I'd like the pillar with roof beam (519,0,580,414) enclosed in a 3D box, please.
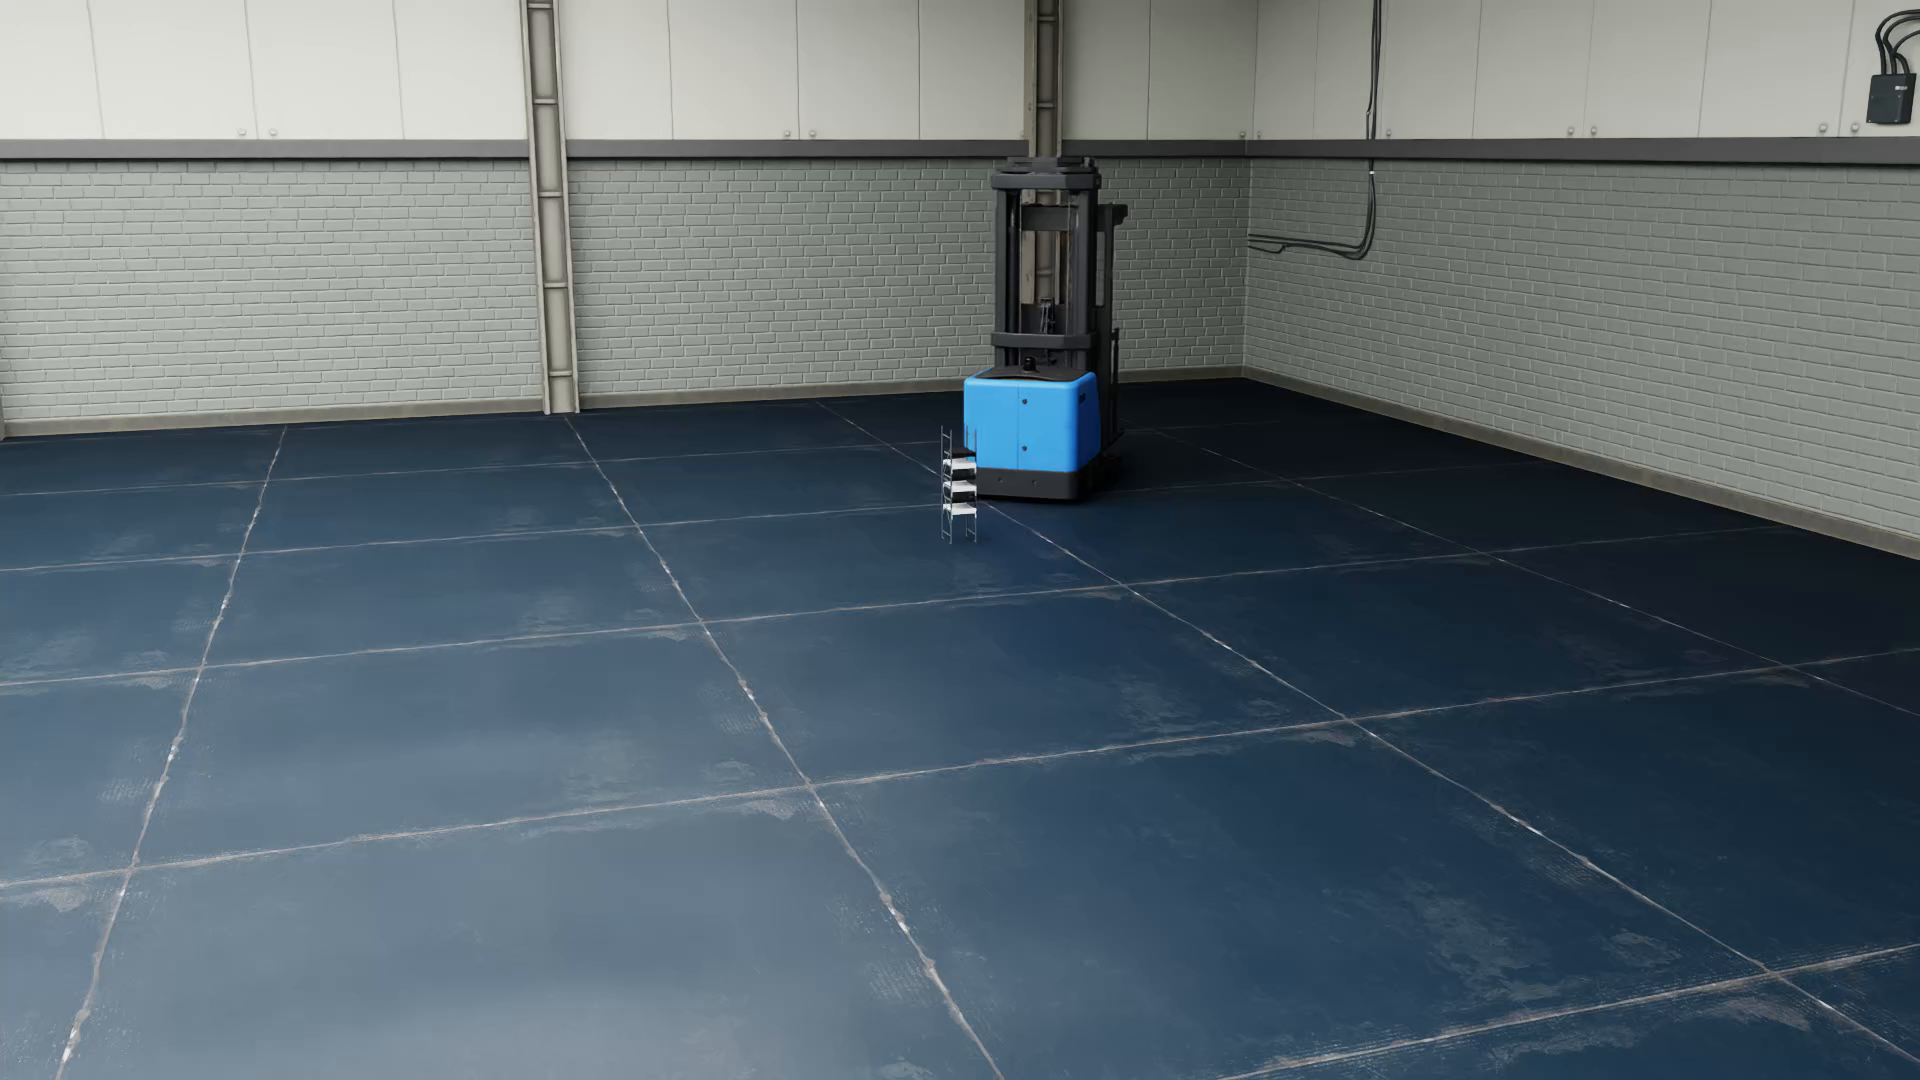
[{"bbox_3d":[-3.291,-4.937,14.453,0.400,9.000,9.100,-4,14,-18],"label":"pillar with roof beam"}]

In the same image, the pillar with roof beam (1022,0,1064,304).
[{"bbox_3d":[2.396,-5.380,16.315,0.400,9.000,9.100,-4,14,-18],"label":"pillar with roof beam"}]

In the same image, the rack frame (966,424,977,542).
[{"bbox_3d":[0.089,-0.445,13.068,0.006,0.900,0.240,-4,14,-18],"label":"rack frame"}]

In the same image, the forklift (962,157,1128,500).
[{"bbox_3d":[0.925,-2.067,15.500,1.130,2.935,3.031,4,14,16],"label":"forklift"}]

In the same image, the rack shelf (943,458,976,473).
[{"bbox_3d":[-0.008,-0.580,13.002,0.200,0.077,0.258,-4,14,-18],"label":"rack shelf"}]

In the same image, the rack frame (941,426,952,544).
[{"bbox_3d":[-0.104,-0.430,13.005,0.006,0.900,0.240,-4,14,-18],"label":"rack frame"}]

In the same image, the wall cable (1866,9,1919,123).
[{"bbox_3d":[7.250,-5.823,10.827,0.169,6.003,2.305,-4,14,-18],"label":"wall cable"}]

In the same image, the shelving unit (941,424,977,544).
[{"bbox_3d":[-0.008,-0.437,13.036,0.210,0.900,0.258,-4,14,-18],"label":"shelving unit"}]

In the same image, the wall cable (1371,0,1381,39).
[{"bbox_3d":[5.100,-6.605,17.259,0.112,2.526,3.097,-4,14,-18],"label":"wall cable"}]

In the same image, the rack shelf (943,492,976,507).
[{"bbox_3d":[-0.008,-0.317,13.065,0.200,0.077,0.258,-4,14,-18],"label":"rack shelf"}]

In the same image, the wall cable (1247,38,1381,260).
[{"bbox_3d":[4.237,-4.741,20.338,0.112,2.526,3.097,-4,14,-18],"label":"wall cable"}]

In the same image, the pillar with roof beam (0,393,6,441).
[{"bbox_3d":[-8.977,-4.494,12.591,0.400,9.000,9.100,-4,14,-18],"label":"pillar with roof beam"}]

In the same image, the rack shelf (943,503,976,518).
[{"bbox_3d":[-0.008,-0.230,13.086,0.200,0.077,0.258,-4,14,-18],"label":"rack shelf"}]

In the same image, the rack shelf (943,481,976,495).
[{"bbox_3d":[-0.008,-0.405,13.044,0.200,0.077,0.258,-4,14,-18],"label":"rack shelf"}]

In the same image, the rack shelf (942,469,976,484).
[{"bbox_3d":[-0.008,-0.492,13.023,0.200,0.077,0.258,-4,14,-18],"label":"rack shelf"}]

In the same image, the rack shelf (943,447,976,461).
[{"bbox_3d":[-0.008,-0.667,12.981,0.200,0.077,0.258,-4,14,-18],"label":"rack shelf"}]
